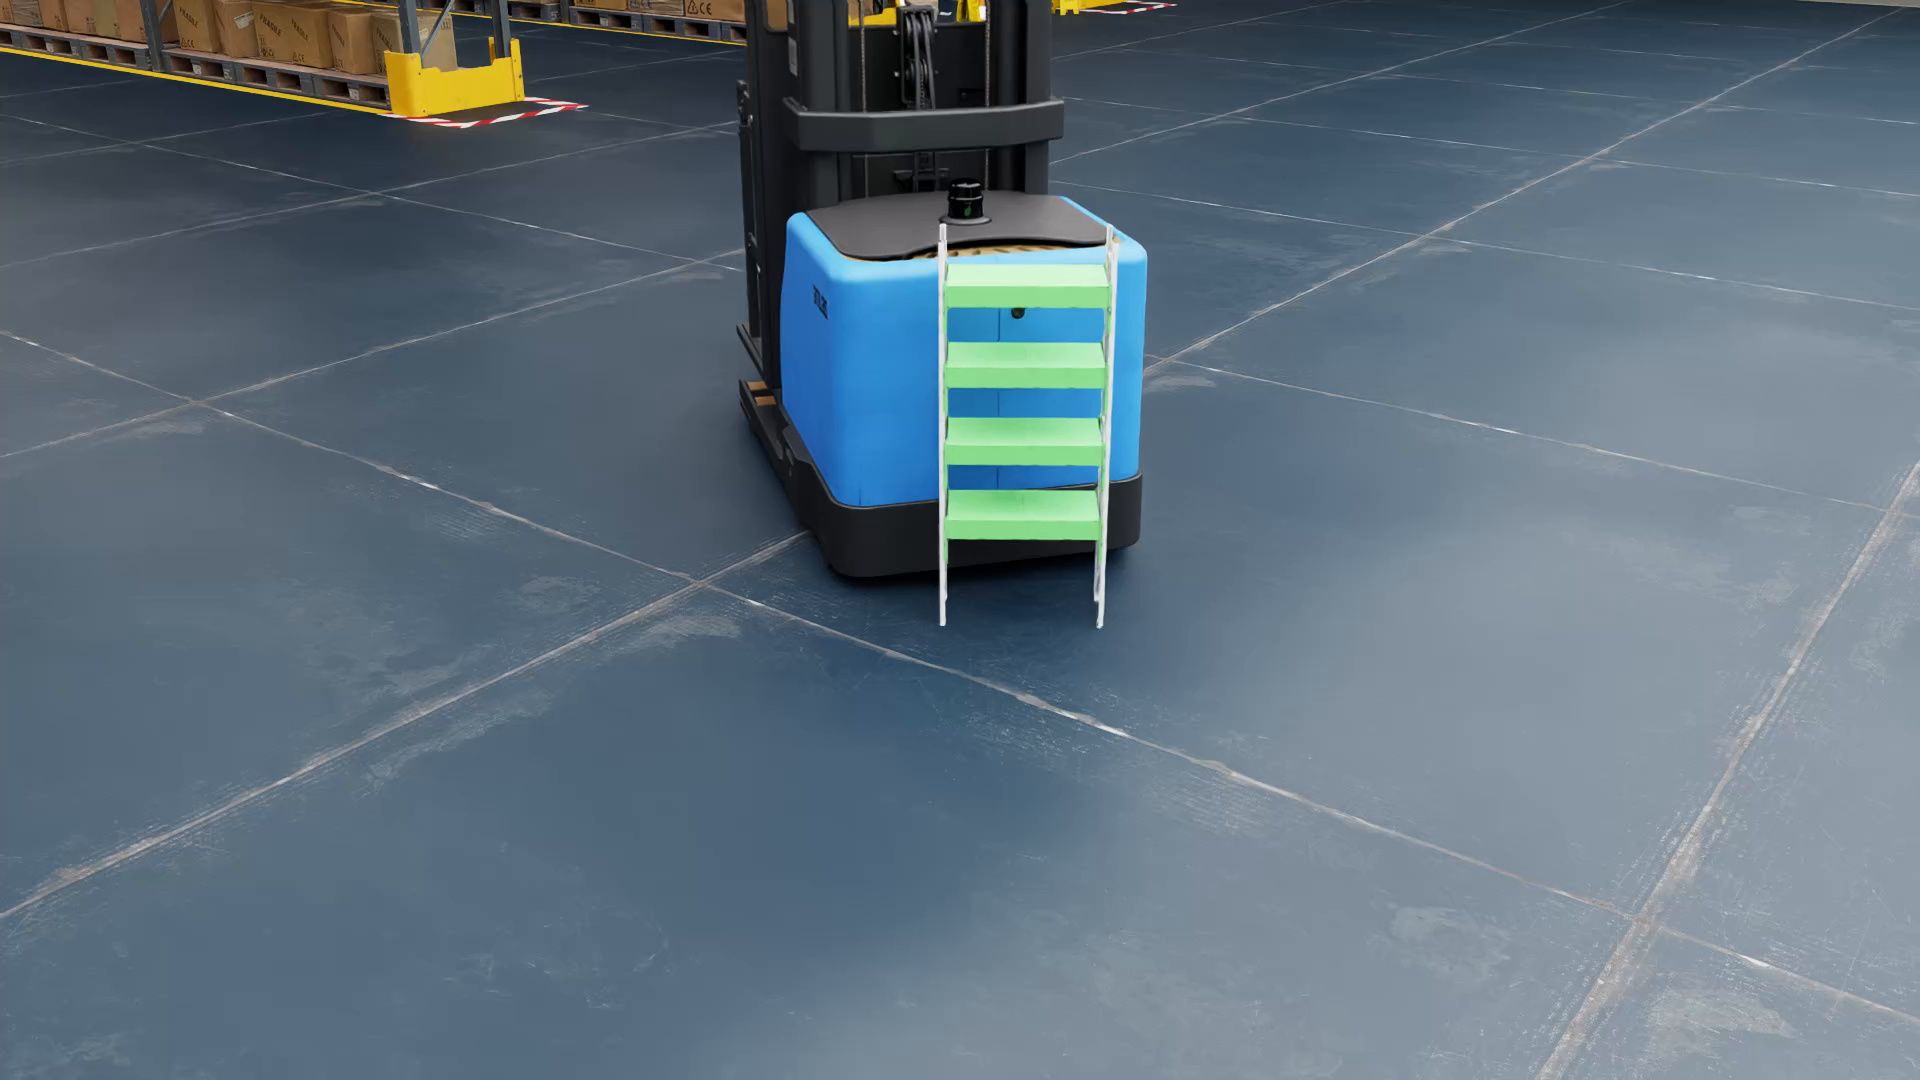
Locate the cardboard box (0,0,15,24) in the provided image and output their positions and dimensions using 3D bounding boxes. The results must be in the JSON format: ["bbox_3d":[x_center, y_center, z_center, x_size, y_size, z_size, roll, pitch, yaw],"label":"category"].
[{"bbox_3d":[-10.027,-5.864,17.894,0.500,0.500,0.700,15,28,31],"label":"cardboard box"}]

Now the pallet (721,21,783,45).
[{"bbox_3d":[-1.805,-5.496,17.962,1.213,0.211,1.003,17,29,33],"label":"pallet"}]

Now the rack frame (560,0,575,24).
[{"bbox_3d":[-4.319,-7.571,19.213,0.127,3.000,1.000,17,29,33],"label":"rack frame"}]

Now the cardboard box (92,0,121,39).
[{"bbox_3d":[-8.223,-5.330,16.680,0.500,0.500,0.700,17,29,33],"label":"cardboard box"}]

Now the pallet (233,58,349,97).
[{"bbox_3d":[-5.836,-4.273,15.187,1.213,0.211,1.003,17,29,33],"label":"pallet"}]

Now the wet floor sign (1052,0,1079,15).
[{"bbox_3d":[1.280,-6.757,20.285,0.267,0.644,0.232,-15,28,-30],"label":"wet floor sign"}]

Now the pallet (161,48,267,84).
[{"bbox_3d":[-6.816,-4.568,15.856,1.213,0.211,1.003,17,29,33],"label":"pallet"}]

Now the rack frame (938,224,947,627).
[{"bbox_3d":[-0.052,-0.329,5.008,0.015,1.200,0.240,0,24,1],"label":"rack frame"}]

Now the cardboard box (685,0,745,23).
[{"bbox_3d":[-2.406,-6.178,18.167,0.875,0.875,0.875,16,29,32],"label":"cardboard box"}]

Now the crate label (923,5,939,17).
[{"bbox_3d":[-0.408,-6.333,19.953,0.298,0.136,0.250,3,24,6],"label":"crate label"}]

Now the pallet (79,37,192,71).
[{"bbox_3d":[-7.998,-4.907,16.625,1.213,0.211,1.003,17,29,33],"label":"pallet"}]

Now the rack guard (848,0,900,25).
[{"bbox_3d":[-1.099,-5.454,17.509,0.348,0.500,1.175,17,29,33],"label":"rack guard"}]

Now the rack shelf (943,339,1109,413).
[{"bbox_3d":[0.192,-0.489,4.934,0.480,0.148,0.258,0,24,1],"label":"rack shelf"}]

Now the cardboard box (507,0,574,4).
[{"bbox_3d":[-4.870,-6.855,19.857,0.750,0.750,1.050,17,29,33],"label":"cardboard box"}]

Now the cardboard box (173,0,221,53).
[{"bbox_3d":[-7.079,-4.934,15.807,0.500,0.500,0.500,16,28,32],"label":"cardboard box"}]

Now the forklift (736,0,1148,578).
[{"bbox_3d":[-0.281,-1.790,6.177,1.130,2.935,3.031,-6,25,-14],"label":"forklift"}]

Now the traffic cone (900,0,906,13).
[{"bbox_3d":[-0.692,-6.029,18.861,0.334,0.463,0.336,17,29,33],"label":"traffic cone"}]

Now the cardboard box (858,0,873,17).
[{"bbox_3d":[-1.154,-6.691,20.311,0.637,0.503,0.797,-1,24,-3],"label":"cardboard box"}]

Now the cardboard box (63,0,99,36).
[{"bbox_3d":[-8.671,-5.465,16.987,0.500,0.500,0.700,14,27,29],"label":"cardboard box"}]

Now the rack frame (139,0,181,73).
[{"bbox_3d":[-7.375,-5.995,15.637,0.127,3.000,1.000,17,29,33],"label":"rack frame"}]

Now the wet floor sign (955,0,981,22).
[{"bbox_3d":[0.092,-6.158,18.927,0.232,0.644,0.267,12,26,24],"label":"wet floor sign"}]

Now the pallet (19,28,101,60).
[{"bbox_3d":[-8.979,-5.202,17.294,1.213,0.211,1.003,17,29,33],"label":"pallet"}]

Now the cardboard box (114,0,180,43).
[{"bbox_3d":[-7.853,-5.208,16.405,0.500,0.500,0.700,14,28,29],"label":"cardboard box"}]

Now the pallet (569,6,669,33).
[{"bbox_3d":[-3.757,-6.086,19.301,1.213,0.211,1.003,17,29,33],"label":"pallet"}]

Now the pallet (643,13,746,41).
[{"bbox_3d":[-2.777,-5.791,18.632,1.213,0.211,1.003,17,29,33],"label":"pallet"}]

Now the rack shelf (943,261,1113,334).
[{"bbox_3d":[0.192,-0.708,4.837,0.480,0.148,0.258,0,24,1],"label":"rack shelf"}]

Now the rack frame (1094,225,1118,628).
[{"bbox_3d":[0.436,-0.326,5.001,0.015,1.200,0.240,0,24,1],"label":"rack frame"}]

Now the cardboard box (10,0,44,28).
[{"bbox_3d":[-9.576,-5.734,17.599,0.500,0.500,0.700,14,27,29],"label":"cardboard box"}]

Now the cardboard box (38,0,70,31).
[{"bbox_3d":[-9.118,-5.599,17.293,0.500,0.500,0.700,20,31,38],"label":"cardboard box"}]

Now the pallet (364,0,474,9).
[{"bbox_3d":[-6.934,-7.047,21.483,1.213,0.211,1.003,17,29,33],"label":"pallet"}]

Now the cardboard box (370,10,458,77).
[{"bbox_3d":[-4.663,-4.233,14.216,0.500,0.500,0.500,-20,31,-38],"label":"cardboard box"}]

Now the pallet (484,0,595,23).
[{"bbox_3d":[-4.982,-6.457,20.144,1.213,0.211,1.003,17,29,33],"label":"pallet"}]

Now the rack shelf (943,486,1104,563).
[{"bbox_3d":[0.192,-0.049,5.127,0.480,0.148,0.258,0,24,1],"label":"rack shelf"}]

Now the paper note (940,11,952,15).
[{"bbox_3d":[-0.181,-6.453,20.358,0.142,0.019,0.148,7,25,15],"label":"paper note"}]

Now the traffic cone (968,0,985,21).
[{"bbox_3d":[0.258,-6.312,19.501,0.334,0.463,0.336,17,29,33],"label":"traffic cone"}]

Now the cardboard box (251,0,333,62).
[{"bbox_3d":[-6.072,-4.673,15.215,0.500,0.500,0.500,14,27,29],"label":"cardboard box"}]

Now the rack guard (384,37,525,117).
[{"bbox_3d":[-4.235,-3.902,13.987,0.348,0.500,1.175,17,29,33],"label":"rack guard"}]

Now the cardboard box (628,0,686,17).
[{"bbox_3d":[-3.134,-6.400,18.669,0.875,0.875,0.875,17,29,34],"label":"cardboard box"}]

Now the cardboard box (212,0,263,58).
[{"bbox_3d":[-6.616,-4.798,15.498,0.500,0.500,0.500,-16,28,-31],"label":"cardboard box"}]

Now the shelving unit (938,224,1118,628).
[{"bbox_3d":[0.192,-0.327,5.005,0.503,1.200,0.258,0,24,1],"label":"shelving unit"}]

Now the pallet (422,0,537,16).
[{"bbox_3d":[-5.962,-6.752,20.813,1.213,0.211,1.003,17,29,33],"label":"pallet"}]

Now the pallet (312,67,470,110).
[{"bbox_3d":[-4.864,-3.978,14.517,1.213,0.211,1.003,17,29,33],"label":"pallet"}]

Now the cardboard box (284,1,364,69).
[{"bbox_3d":[-5.652,-4.524,14.876,0.500,0.500,0.500,20,31,38],"label":"cardboard box"}]

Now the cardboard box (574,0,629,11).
[{"bbox_3d":[-3.858,-6.616,19.160,0.875,0.875,0.875,17,29,34],"label":"cardboard box"}]

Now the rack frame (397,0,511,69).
[{"bbox_3d":[-4.174,-5.028,13.441,0.127,3.000,1.000,17,29,33],"label":"rack frame"}]

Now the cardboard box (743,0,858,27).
[{"bbox_3d":[-1.701,-5.966,17.685,0.875,0.875,0.875,17,29,34],"label":"cardboard box"}]

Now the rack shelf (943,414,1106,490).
[{"bbox_3d":[0.192,-0.269,5.030,0.480,0.148,0.258,0,24,1],"label":"rack shelf"}]

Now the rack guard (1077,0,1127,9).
[{"bbox_3d":[1.709,-7.100,21.244,0.348,0.500,1.175,17,29,33],"label":"rack guard"}]

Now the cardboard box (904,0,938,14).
[{"bbox_3d":[-0.490,-6.586,20.513,0.380,0.149,0.250,-10,26,-21],"label":"cardboard box"}]

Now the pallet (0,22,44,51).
[{"bbox_3d":[-9.951,-5.497,17.964,1.213,0.211,1.003,17,29,33],"label":"pallet"}]

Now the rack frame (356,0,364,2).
[{"bbox_3d":[-7.520,-8.538,21.408,0.127,3.000,1.000,17,29,33],"label":"rack frame"}]

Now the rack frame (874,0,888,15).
[{"bbox_3d":[-1.118,-6.604,17.018,0.127,3.000,1.000,17,29,33],"label":"rack frame"}]

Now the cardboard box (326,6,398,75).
[{"bbox_3d":[-5.162,-4.366,14.519,0.500,0.500,0.500,-17,29,-34],"label":"cardboard box"}]
